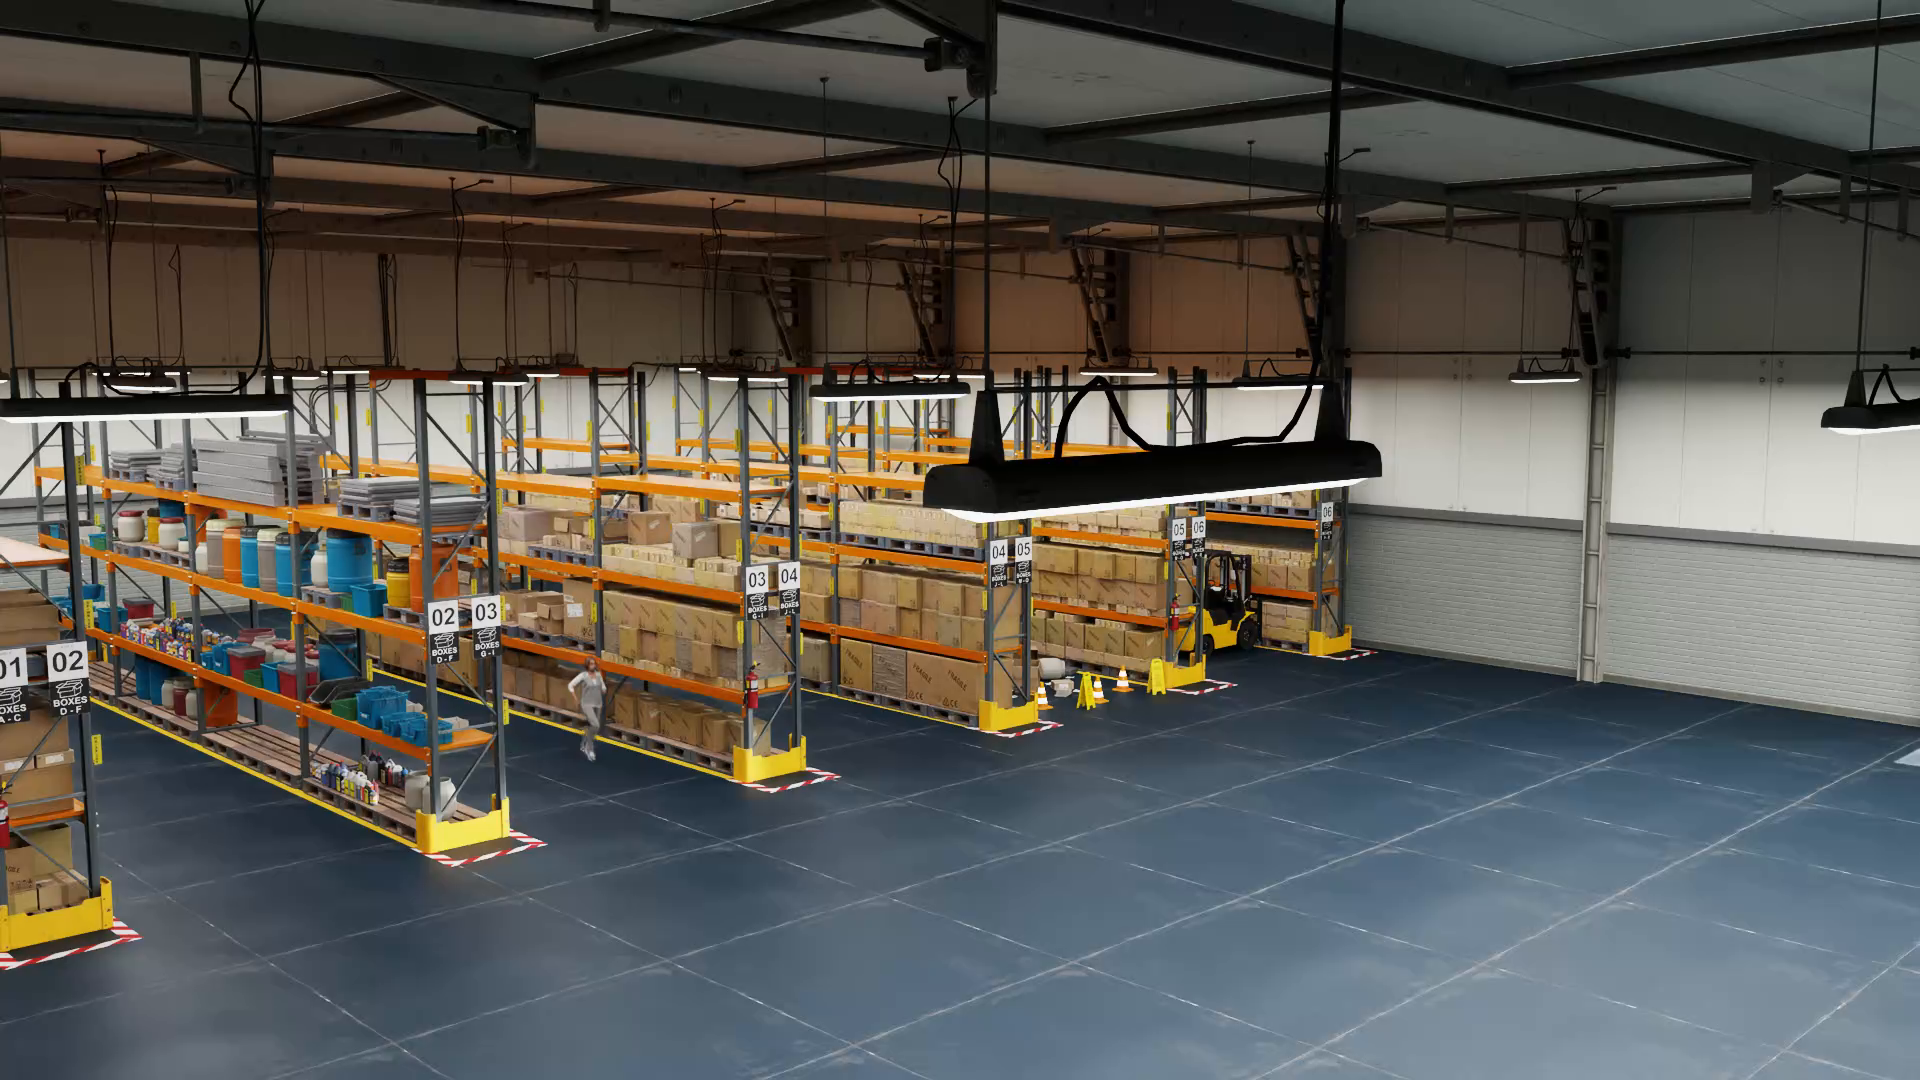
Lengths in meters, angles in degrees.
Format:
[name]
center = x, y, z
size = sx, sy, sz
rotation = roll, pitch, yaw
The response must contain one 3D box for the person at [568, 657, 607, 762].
[person]
center = -5.739, 2.623, 25.862
size = 0.688, 1.624, 0.507
rotation = 5, 8, 40
